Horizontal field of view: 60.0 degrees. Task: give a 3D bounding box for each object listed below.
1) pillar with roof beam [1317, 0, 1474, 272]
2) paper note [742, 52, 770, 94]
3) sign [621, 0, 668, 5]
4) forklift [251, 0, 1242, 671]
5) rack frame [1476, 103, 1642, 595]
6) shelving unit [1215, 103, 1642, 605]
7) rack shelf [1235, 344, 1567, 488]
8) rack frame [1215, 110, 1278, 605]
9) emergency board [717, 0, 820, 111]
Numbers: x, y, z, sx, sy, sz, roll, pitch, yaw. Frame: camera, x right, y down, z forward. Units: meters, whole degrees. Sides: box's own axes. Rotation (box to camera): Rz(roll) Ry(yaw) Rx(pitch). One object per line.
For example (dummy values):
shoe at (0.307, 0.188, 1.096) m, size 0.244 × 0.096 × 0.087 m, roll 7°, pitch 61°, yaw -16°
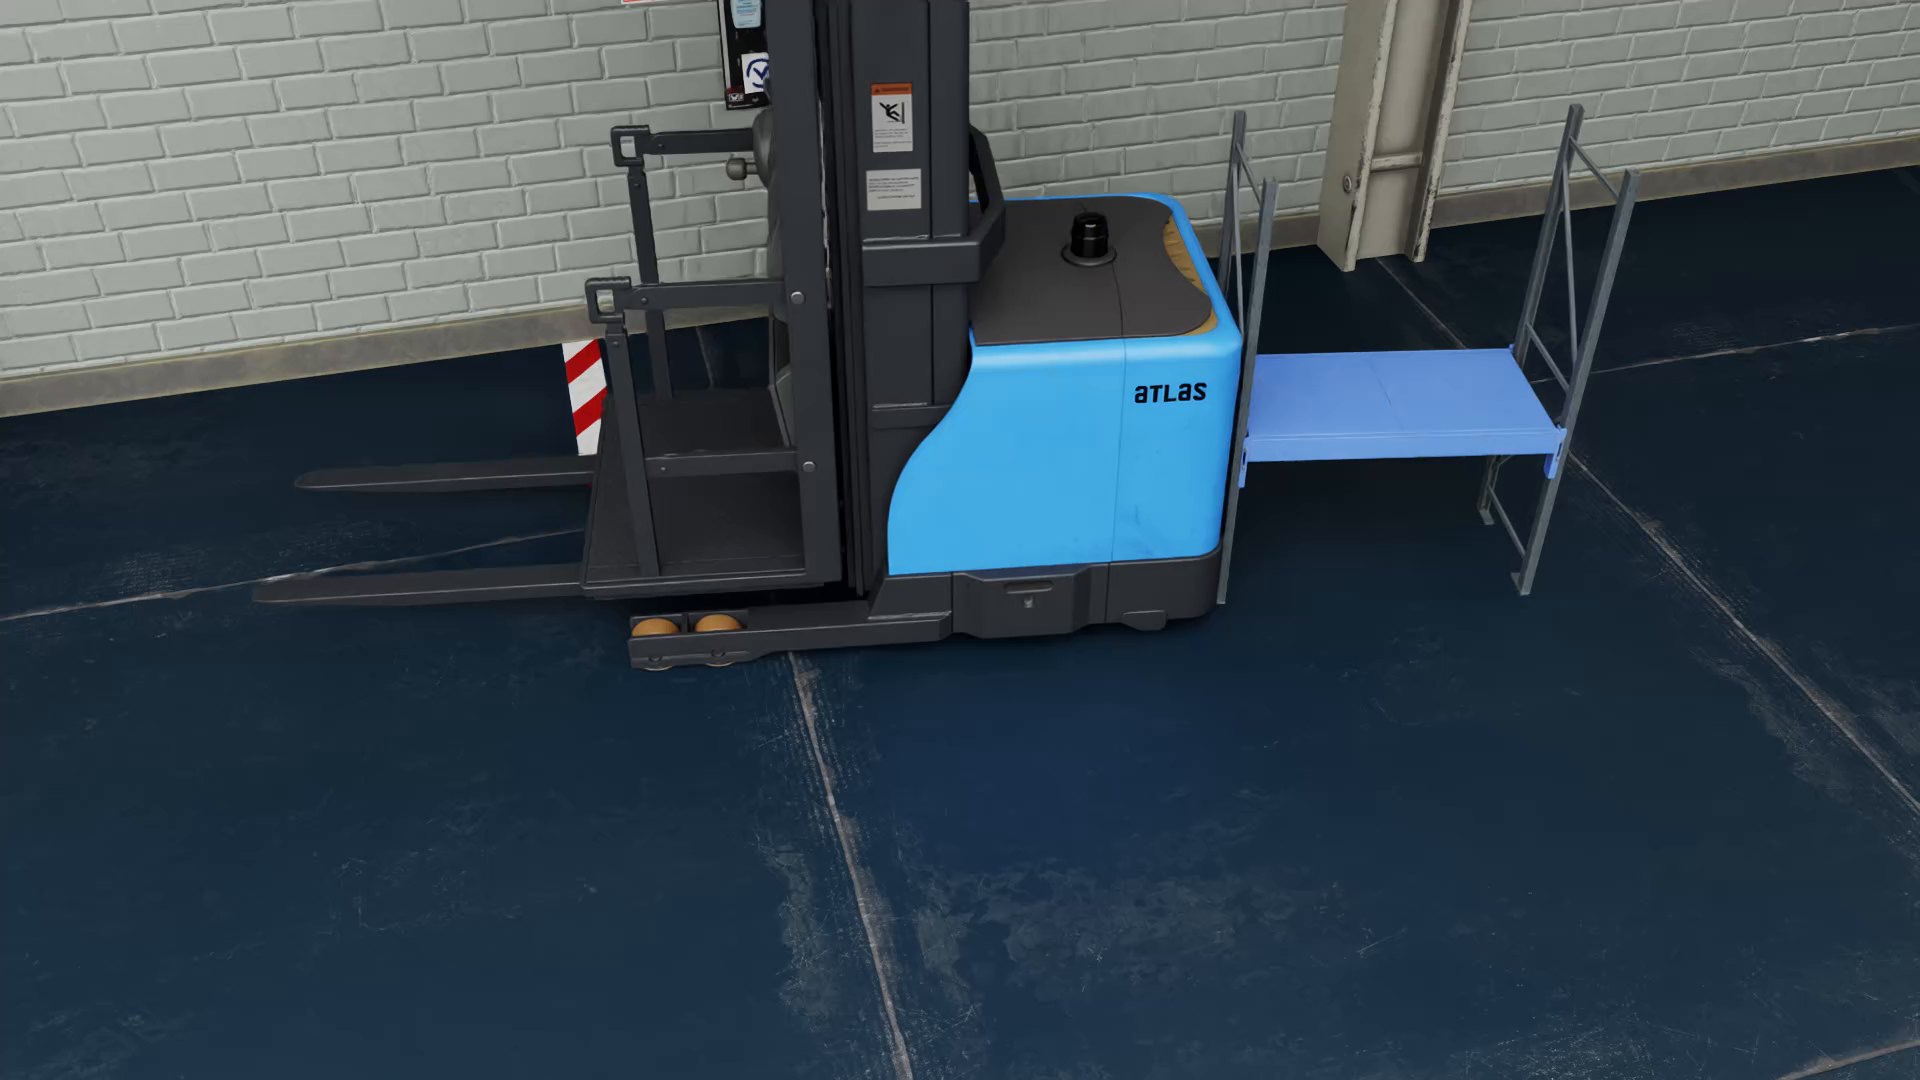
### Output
pillar with roof beam at (2.952, -2.346, 1.410) m, size 0.400 × 9.000 × 9.100 m, roll -9°, pitch 38°, yaw -12°
paper note at (-0.755, -1.782, 6.335) m, size 0.142 × 0.148 × 0.016 m, roll -9°, pitch 38°, yaw -12°
sign at (-1.126, -2.106, 6.005) m, size 0.234 × 0.329 × 0.001 m, roll -9°, pitch 38°, yaw -12°
forklift at (-0.719, -1.092, 4.765) m, size 3.031 × 2.935 × 1.130 m, roll -3°, pitch 38°, yaw -4°
rack frame at (1.860, -0.564, 5.254) m, size 0.032 × 1.500 × 0.500 m, roll -2°, pitch 37°, yaw -2°
shelving unit at (1.353, -0.550, 5.234) m, size 1.048 × 1.500 × 0.538 m, roll -2°, pitch 37°, yaw -2°
rack shelf at (1.353, -0.407, 5.343) m, size 1.000 × 0.185 × 0.538 m, roll -2°, pitch 37°, yaw -2°
rack frame at (0.845, -0.535, 5.214) m, size 0.032 × 1.500 × 0.500 m, roll -2°, pitch 37°, yaw -2°
emergency board at (-0.566, -2.119, 6.051) m, size 0.643 × 1.169 × 0.194 m, roll -9°, pitch 38°, yaw -12°
